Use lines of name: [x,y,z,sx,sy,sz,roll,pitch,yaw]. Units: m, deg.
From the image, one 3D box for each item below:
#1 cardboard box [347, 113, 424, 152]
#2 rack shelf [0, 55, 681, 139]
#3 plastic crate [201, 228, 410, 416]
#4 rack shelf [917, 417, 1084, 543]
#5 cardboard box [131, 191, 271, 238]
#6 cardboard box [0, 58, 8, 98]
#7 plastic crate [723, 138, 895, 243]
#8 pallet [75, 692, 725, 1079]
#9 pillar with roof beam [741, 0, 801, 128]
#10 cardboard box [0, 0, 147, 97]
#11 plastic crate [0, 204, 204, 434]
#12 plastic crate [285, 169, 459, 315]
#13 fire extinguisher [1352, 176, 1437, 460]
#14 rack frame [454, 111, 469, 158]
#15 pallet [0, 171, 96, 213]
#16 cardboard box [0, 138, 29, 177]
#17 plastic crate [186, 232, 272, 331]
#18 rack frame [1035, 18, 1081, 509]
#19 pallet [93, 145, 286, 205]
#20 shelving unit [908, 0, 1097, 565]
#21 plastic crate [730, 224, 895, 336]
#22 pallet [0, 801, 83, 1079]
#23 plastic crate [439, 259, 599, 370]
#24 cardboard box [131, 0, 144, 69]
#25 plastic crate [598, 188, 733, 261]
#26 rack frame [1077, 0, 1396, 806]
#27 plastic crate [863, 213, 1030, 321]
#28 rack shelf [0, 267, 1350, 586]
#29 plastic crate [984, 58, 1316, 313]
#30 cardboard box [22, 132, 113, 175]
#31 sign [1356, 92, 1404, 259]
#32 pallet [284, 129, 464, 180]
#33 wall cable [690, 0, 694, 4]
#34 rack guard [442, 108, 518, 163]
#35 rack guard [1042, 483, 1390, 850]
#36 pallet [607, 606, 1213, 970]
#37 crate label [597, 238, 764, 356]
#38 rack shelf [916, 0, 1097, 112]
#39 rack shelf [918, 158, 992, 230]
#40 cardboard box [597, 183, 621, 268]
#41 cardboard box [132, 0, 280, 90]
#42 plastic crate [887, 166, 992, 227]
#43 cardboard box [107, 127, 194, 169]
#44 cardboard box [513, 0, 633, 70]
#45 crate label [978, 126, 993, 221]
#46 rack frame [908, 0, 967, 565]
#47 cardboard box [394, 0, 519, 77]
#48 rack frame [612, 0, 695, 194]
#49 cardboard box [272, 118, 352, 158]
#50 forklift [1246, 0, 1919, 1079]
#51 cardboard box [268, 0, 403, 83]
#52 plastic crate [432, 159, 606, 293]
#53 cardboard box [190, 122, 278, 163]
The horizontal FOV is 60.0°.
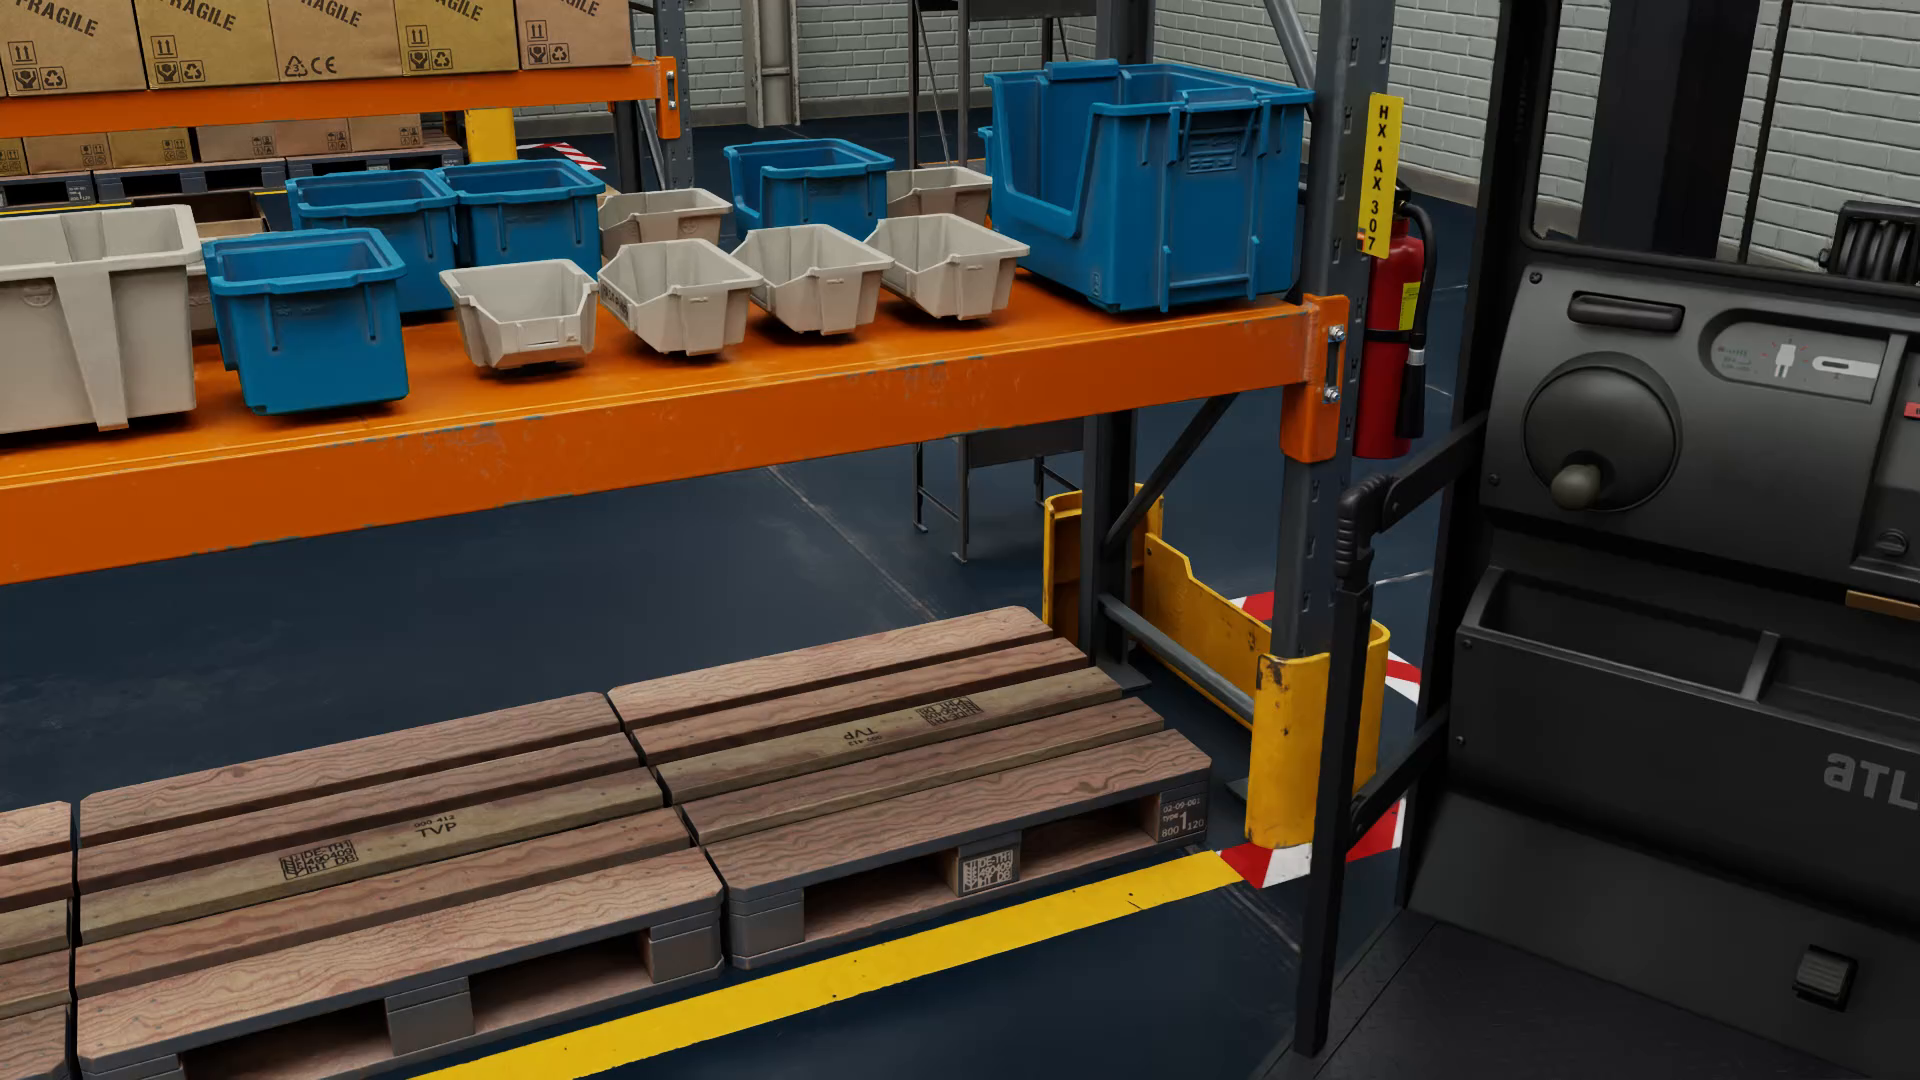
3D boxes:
cardboard box: [-4.274,-3.163,12.189,0.500,0.500,0.700,-10,25,-24]
rack shelf: [-3.337,-1.904,7.369,4.000,0.370,1.077,-10,25,-24]
plastic crate: [-1.129,-0.382,2.891,0.300,0.233,0.416,-10,25,-24]
rack shelf: [0.149,-0.338,5.688,0.480,0.518,0.431,-10,25,-24]
cardboard box: [-3.448,-1.268,7.580,0.637,0.503,0.797,-10,25,-24]
cardboard box: [-4.101,-2.028,6.596,0.500,0.500,0.500,-10,24,-23]
plastic crate: [-0.348,-0.774,3.839,0.300,0.233,0.416,-10,25,-24]
pallet: [-1.247,0.752,3.657,1.213,0.211,1.003,-10,25,-24]
pillar with roof beam: [0.239,-6.309,9.226,0.400,9.000,9.100,-10,25,-24]
cardboard box: [-3.649,-2.110,6.795,0.500,0.500,0.500,-11,25,-24]
plastic crate: [-1.538,-0.360,2.774,0.530,0.282,0.437,-10,25,-24]
plastic crate: [-1.212,-0.615,3.455,0.300,0.233,0.416,-10,25,-24]
fire extinguisher: [0.943,-0.521,3.676,0.183,0.674,0.296,-10,25,-24]
rack frame: [-3.686,-4.275,12.155,0.127,3.000,1.000,-10,25,-24]
pallet: [-6.571,-2.422,11.325,1.213,0.211,1.003,-10,25,-24]
cardboard box: [-6.572,-2.739,11.165,0.500,0.500,0.700,-10,25,-23]
plastic crate: [-1.555,-0.496,3.291,0.466,0.136,0.293,-10,25,-24]
rack frame: [0.369,-1.038,5.513,0.015,2.100,0.400,-10,25,-24]
pallet: [-5.470,-2.626,11.818,1.213,0.211,1.003,-10,25,-24]
shelving unit: [0.149,-0.998,5.415,0.503,2.100,0.431,-10,25,-24]
plastic crate: [-0.313,-0.526,3.365,0.243,0.136,0.396,-10,25,-24]
pallet: [-2.348,0.956,3.165,1.213,0.211,1.003,-10,25,-24]
plastic crate: [-0.812,-0.416,3.099,0.250,0.136,0.298,-10,25,-24]
cardboard box: [-3.874,-2.294,7.240,0.500,0.500,0.500,-10,24,-22]
plastic crate: [-0.691,-0.702,3.790,0.298,0.136,0.250,-10,25,-24]
rack frame: [0.610,-0.861,3.907,0.127,3.000,1.000,-10,25,-24]
plastic crate: [-0.046,-0.569,3.469,0.243,0.136,0.396,-10,25,-24]
rack shelf: [-1.192,-0.197,3.243,4.000,0.370,1.077,-10,25,-24]
plastic crate: [0.390,-0.785,3.599,0.499,0.435,0.616,-10,25,-24]
cardboard box: [-6.118,-2.821,11.363,0.500,0.500,0.700,-11,25,-24]
sign: [0.864,-0.749,3.425,0.005,0.325,0.100,-10,25,-24]
pallet: [-4.373,-2.827,12.303,1.213,0.211,1.003,-10,25,-24]
wall cable: [-2.943,-5.283,13.262,1.851,1.984,0.084,-10,25,-24]
rack guard: [-3.665,-3.124,12.643,0.348,0.500,1.175,-10,25,-24]
rack guard: [0.627,0.286,4.406,0.348,0.500,1.175,-10,25,-24]
pallet: [-0.149,0.551,4.143,1.213,0.211,1.003,-10,25,-24]
crate label: [-0.554,-0.471,3.233,0.243,0.136,0.396,-10,25,-24]
rack shelf: [0.149,-1.632,5.152,0.480,0.518,0.431,-10,25,-24]
rack shelf: [0.149,-0.985,5.420,0.480,0.518,0.431,-10,25,-24]
cardboard box: [-1.918,-1.442,8.004,0.500,0.500,0.500,-10,25,-24]
cardboard box: [-3.192,-2.195,7.000,0.500,0.500,0.500,-11,25,-24]
plastic crate: [-0.080,-0.814,4.062,0.298,0.136,0.250,-10,25,-24]
cardboard box: [-5.655,-2.906,11.567,0.500,0.500,0.700,-10,24,-22]
cardboard box: [-1.820,-2.446,7.608,0.500,0.500,0.500,-10,24,-22]
crate label: [0.245,-0.884,4.103,0.303,0.233,0.416,-10,25,-24]
rack frame: [-0.071,-0.957,5.317,0.015,2.100,0.400,-10,25,-24]
cardboard box: [-2.286,-2.359,7.397,0.500,0.500,0.500,-10,25,-23]
rack frame: [-1.534,-2.568,8.033,0.127,3.000,1.000,-10,25,-24]
cardboard box: [-4.724,-3.080,11.989,0.500,0.500,0.700,-11,25,-24]
forklift: [1.136,-0.147,2.274,1.130,2.935,3.031,16,27,33]
cardboard box: [-2.738,-2.278,7.201,0.500,0.500,0.500,-10,25,-23]
plastic crate: [-0.941,-0.665,3.575,0.300,0.233,0.416,-10,25,-24]
cardboard box: [-5.177,-2.997,11.787,0.500,0.500,0.700,-11,25,-25]
